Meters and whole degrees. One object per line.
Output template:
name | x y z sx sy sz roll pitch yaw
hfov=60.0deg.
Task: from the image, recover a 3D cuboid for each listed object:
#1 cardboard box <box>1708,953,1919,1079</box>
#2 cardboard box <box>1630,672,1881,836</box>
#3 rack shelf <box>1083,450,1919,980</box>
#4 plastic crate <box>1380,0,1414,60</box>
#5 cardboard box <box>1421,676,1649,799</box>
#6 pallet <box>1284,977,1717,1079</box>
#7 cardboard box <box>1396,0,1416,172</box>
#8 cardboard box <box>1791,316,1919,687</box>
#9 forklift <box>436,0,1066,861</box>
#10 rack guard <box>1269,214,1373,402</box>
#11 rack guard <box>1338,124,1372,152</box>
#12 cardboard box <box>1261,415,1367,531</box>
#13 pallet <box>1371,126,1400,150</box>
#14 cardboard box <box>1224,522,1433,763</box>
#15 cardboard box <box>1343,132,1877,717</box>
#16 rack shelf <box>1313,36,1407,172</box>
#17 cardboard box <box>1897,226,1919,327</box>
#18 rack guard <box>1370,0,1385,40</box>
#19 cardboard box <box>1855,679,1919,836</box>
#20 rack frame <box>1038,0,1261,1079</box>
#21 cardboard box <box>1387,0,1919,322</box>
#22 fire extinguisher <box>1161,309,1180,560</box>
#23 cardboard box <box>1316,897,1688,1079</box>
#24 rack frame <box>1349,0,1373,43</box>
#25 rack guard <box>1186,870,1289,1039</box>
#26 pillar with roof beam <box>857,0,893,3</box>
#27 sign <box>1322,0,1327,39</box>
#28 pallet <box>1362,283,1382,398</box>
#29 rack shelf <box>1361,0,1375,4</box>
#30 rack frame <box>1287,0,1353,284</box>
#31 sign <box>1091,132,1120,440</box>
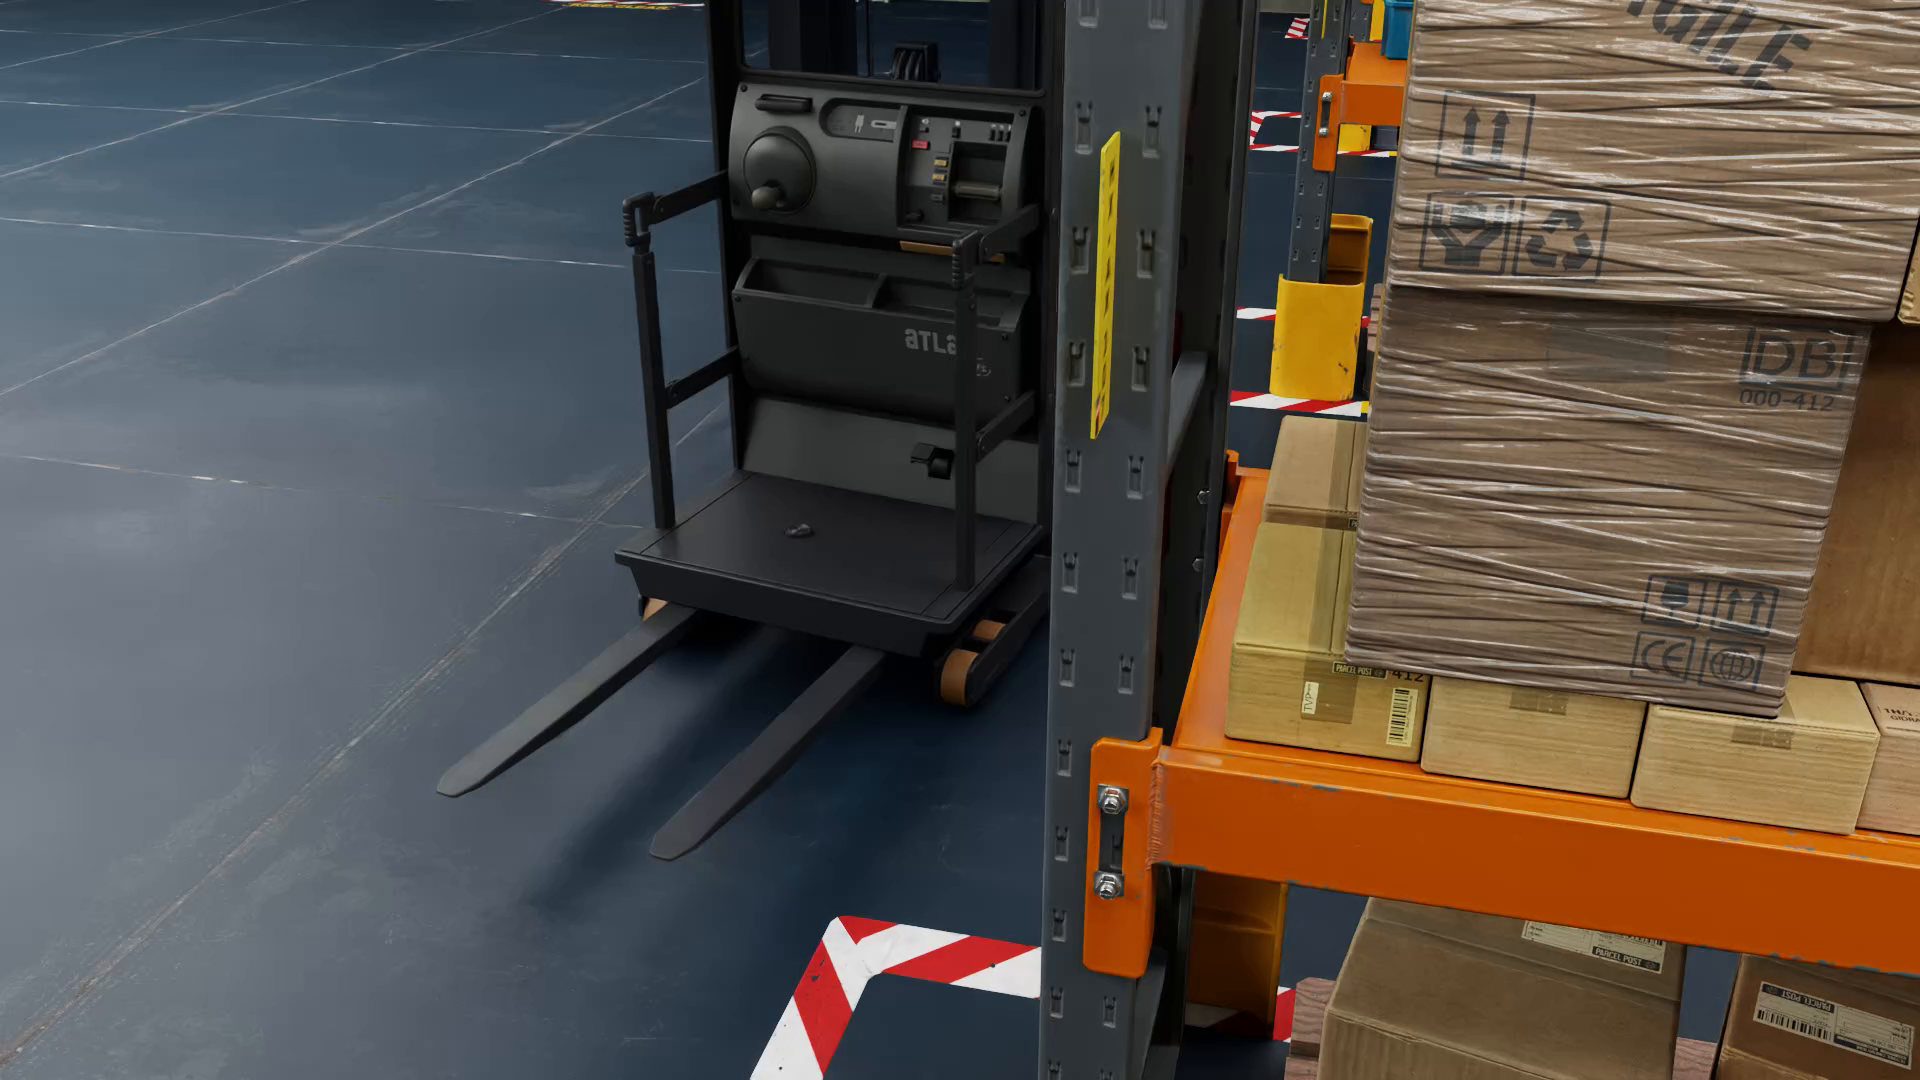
cardboard box | 1.484 0.949 2.687 0.500 0.500 0.500 14 29 26
cardboard box | 0.989 0.197 2.139 0.250 0.149 0.380 6 26 13
rack shelf | 2.233 0.425 2.205 4.000 0.370 1.077 6 26 13
plastic crate | 2.089 -2.180 7.012 0.616 0.251 0.499 6 26 13
cardboard box | 0.750 0.164 2.208 0.250 0.149 0.380 6 26 13
pallet | 1.148 1.255 2.868 1.213 0.211 1.003 6 26 13
cardboard box | 0.890 -0.789 2.292 0.500 0.500 0.500 6 26 13
cardboard box | 1.336 -0.219 2.259 0.500 0.500 0.875 6 26 13
forklift | -0.327 -1.057 4.560 1.130 2.935 3.031 11 28 22
rack guard | 1.615 -1.059 7.392 0.348 0.500 1.175 6 26 13
rack guard | 2.744 -3.112 11.704 0.348 0.500 1.175 6 26 13
cardboard box | 0.624 -0.056 2.670 0.250 0.149 0.380 6 26 13
pallet | 3.518 -2.914 11.625 1.213 0.211 1.003 6 26 13
cardboard box | 0.513 0.129 2.281 0.250 0.149 0.380 6 26 13
cardboard box | 0.822 -0.223 2.267 0.500 0.500 0.875 6 26 13
rack shelf | 3.467 -1.637 6.536 4.000 0.370 1.077 6 26 13
cardboard box | 1.243 -0.516 1.719 0.500 0.500 0.500 6 26 13
rack guard | 4.071 -5.164 16.014 0.348 0.500 1.175 6 26 13
cardboard box | 1.236 0.215 2.101 0.250 0.149 0.380 6 26 13
rack frame | 0.296 -0.114 2.500 0.127 3.000 1.000 6 26 13
cardboard box | 0.761 -0.572 1.837 0.500 0.500 0.500 6 26 13
fire extinguisher | 0.300 -0.283 2.945 0.183 0.674 0.296 6 26 13
cardboard box | 0.897 0.899 2.792 0.500 0.500 0.500 11 28 23
rack frame | 2.767 -4.238 11.161 0.127 3.000 1.000 6 26 13
rack guard | 0.370 1.023 3.020 0.348 0.500 1.175 6 26 13
pillar with roof beam | -1.993 -8.144 12.388 0.400 9.000 9.100 6 26 13
sign | 1.389 -2.072 6.291 0.005 0.325 0.100 6 26 13
pallet | 2.401 -0.839 7.267 1.213 0.211 1.003 6 26 13
rack shelf | 4.704 -3.699 10.866 4.000 0.370 1.077 6 26 13
rack frame | 1.530 -2.176 6.831 0.127 3.000 1.000 6 26 13
sign | 0.161 -0.279 1.839 0.005 0.325 0.100 6 26 13
